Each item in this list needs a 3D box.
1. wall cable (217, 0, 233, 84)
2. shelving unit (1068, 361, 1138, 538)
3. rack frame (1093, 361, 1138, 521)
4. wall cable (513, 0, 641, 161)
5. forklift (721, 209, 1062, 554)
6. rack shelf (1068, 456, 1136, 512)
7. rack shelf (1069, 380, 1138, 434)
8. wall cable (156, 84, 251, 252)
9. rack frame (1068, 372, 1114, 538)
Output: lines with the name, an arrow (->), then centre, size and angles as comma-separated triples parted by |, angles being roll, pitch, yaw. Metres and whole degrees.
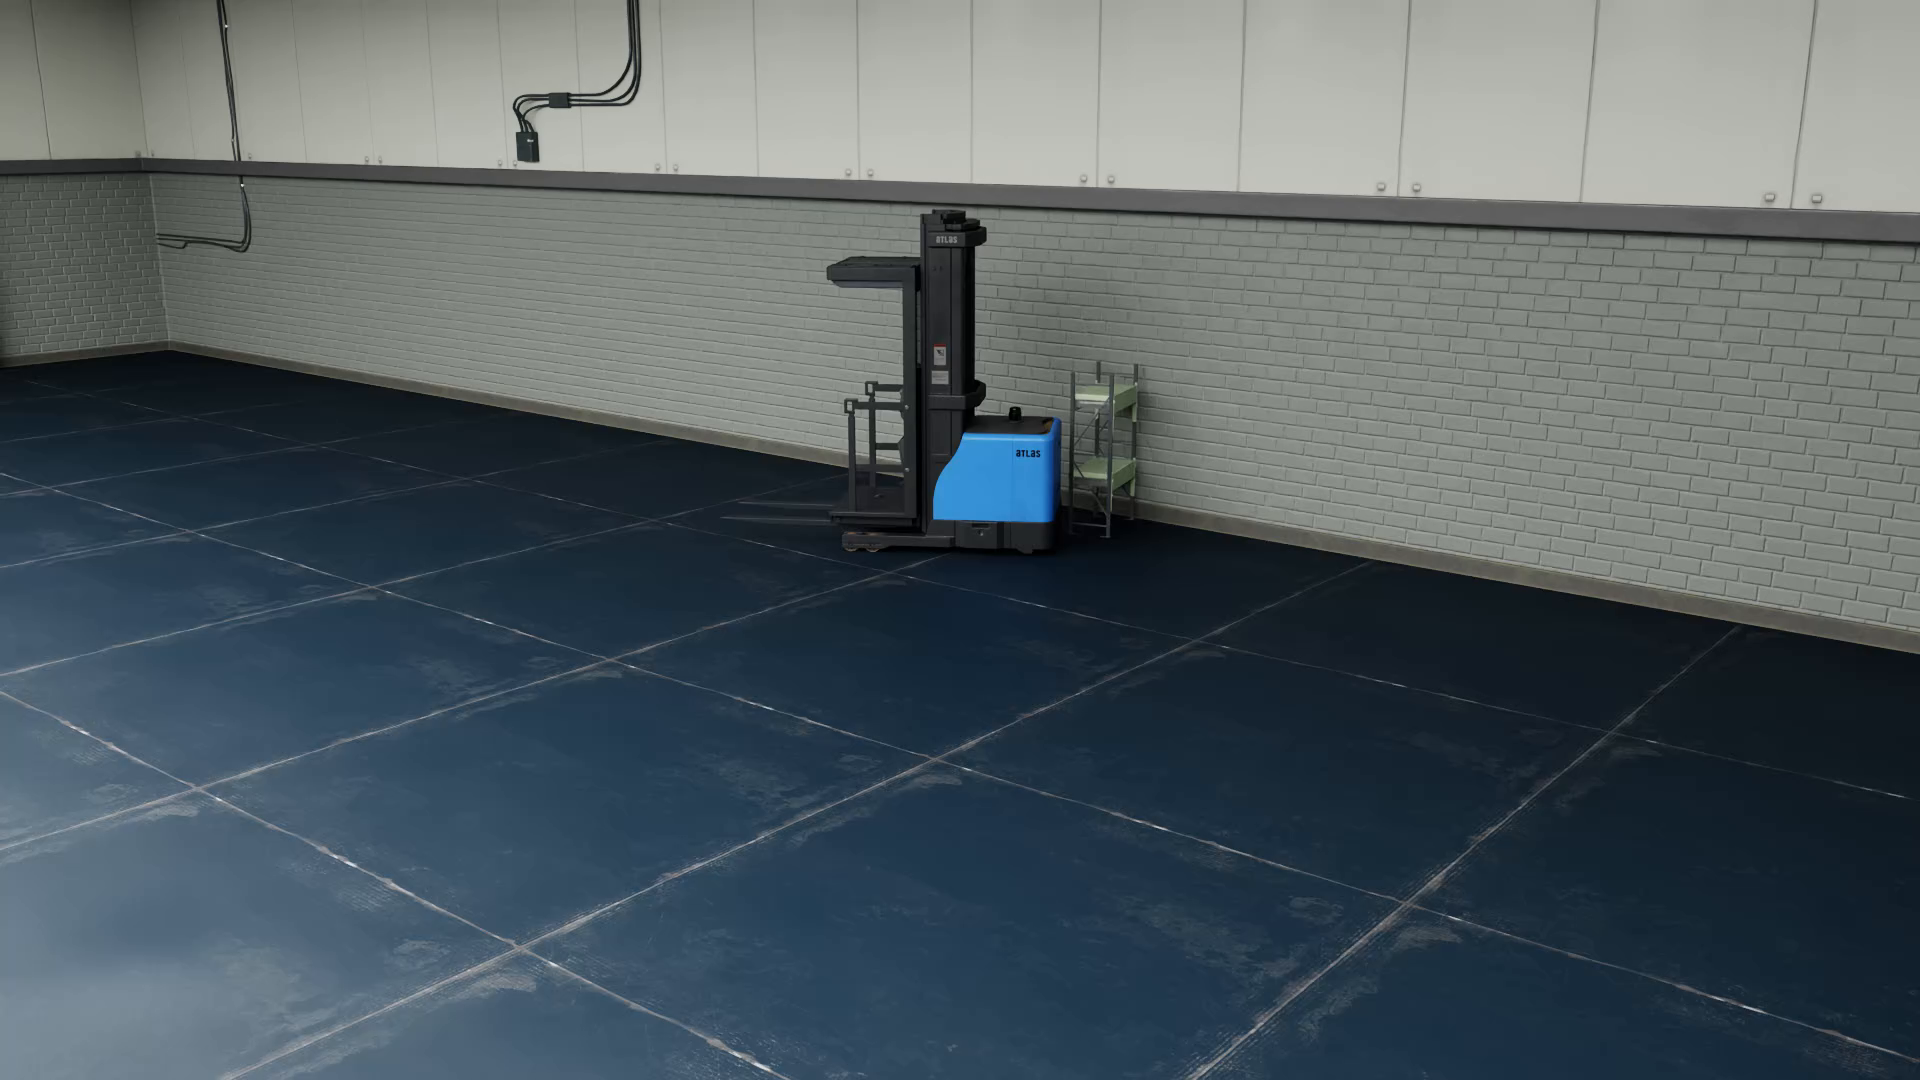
wall cable -> -9.864, -7.806, 23.624 | 3.097, 2.526, 0.112 | 11, 18, 38
shelving unit -> 1.329, -0.851, 15.426 | 0.431, 1.500, 0.755 | 6, 15, 22
rack frame -> 1.472, -0.934, 15.753 | 0.400, 1.500, 0.023 | 6, 15, 22
wall cable -> -4.594, -7.458, 19.298 | 2.305, 6.003, 0.169 | 11, 18, 38
forklift -> -0.618, -1.440, 14.840 | 3.031, 2.935, 1.130 | 2, 14, 7
rack shelf -> 1.329, -0.535, 15.506 | 0.431, 0.370, 0.720 | 6, 15, 22
rack shelf -> 1.329, -1.229, 15.330 | 0.431, 0.370, 0.720 | 6, 15, 22
wall cable -> -11.968, -5.777, 25.894 | 3.097, 2.526, 0.112 | 11, 18, 38
rack frame -> 1.187, -0.768, 15.099 | 0.400, 1.500, 0.023 | 6, 15, 22
